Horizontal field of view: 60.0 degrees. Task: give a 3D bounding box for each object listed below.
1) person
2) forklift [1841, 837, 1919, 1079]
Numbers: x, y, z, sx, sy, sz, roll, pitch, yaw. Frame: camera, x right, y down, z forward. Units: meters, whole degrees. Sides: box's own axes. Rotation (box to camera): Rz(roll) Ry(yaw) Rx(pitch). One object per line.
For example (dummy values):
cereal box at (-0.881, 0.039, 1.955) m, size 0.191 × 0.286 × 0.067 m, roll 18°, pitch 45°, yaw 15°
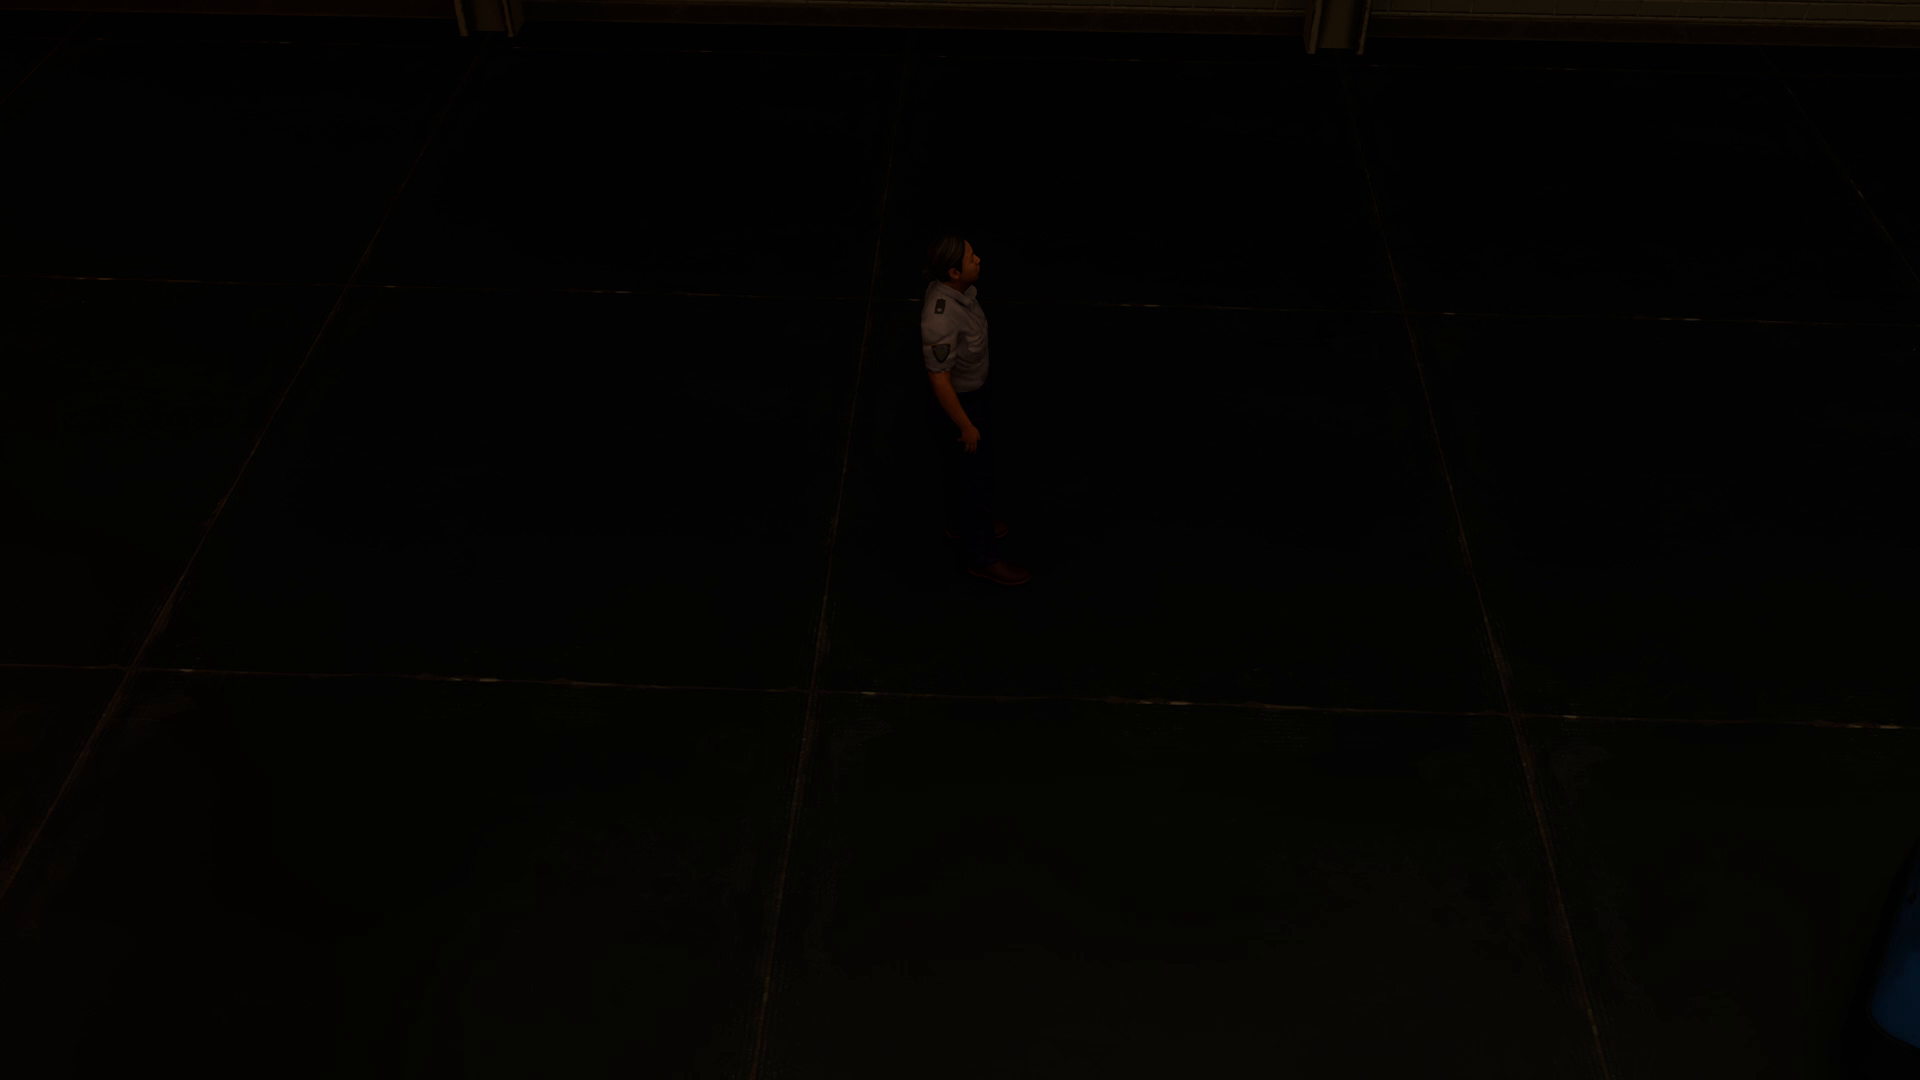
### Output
person at (0.089, -0.595, 7.336) m, size 0.502 × 1.651 × 0.598 m, roll 2°, pitch 42°, yaw 2°
forklift at (4.601, 1.080, 4.560) m, size 3.031 × 2.935 × 1.130 m, roll 25°, pitch 48°, yaw 25°
